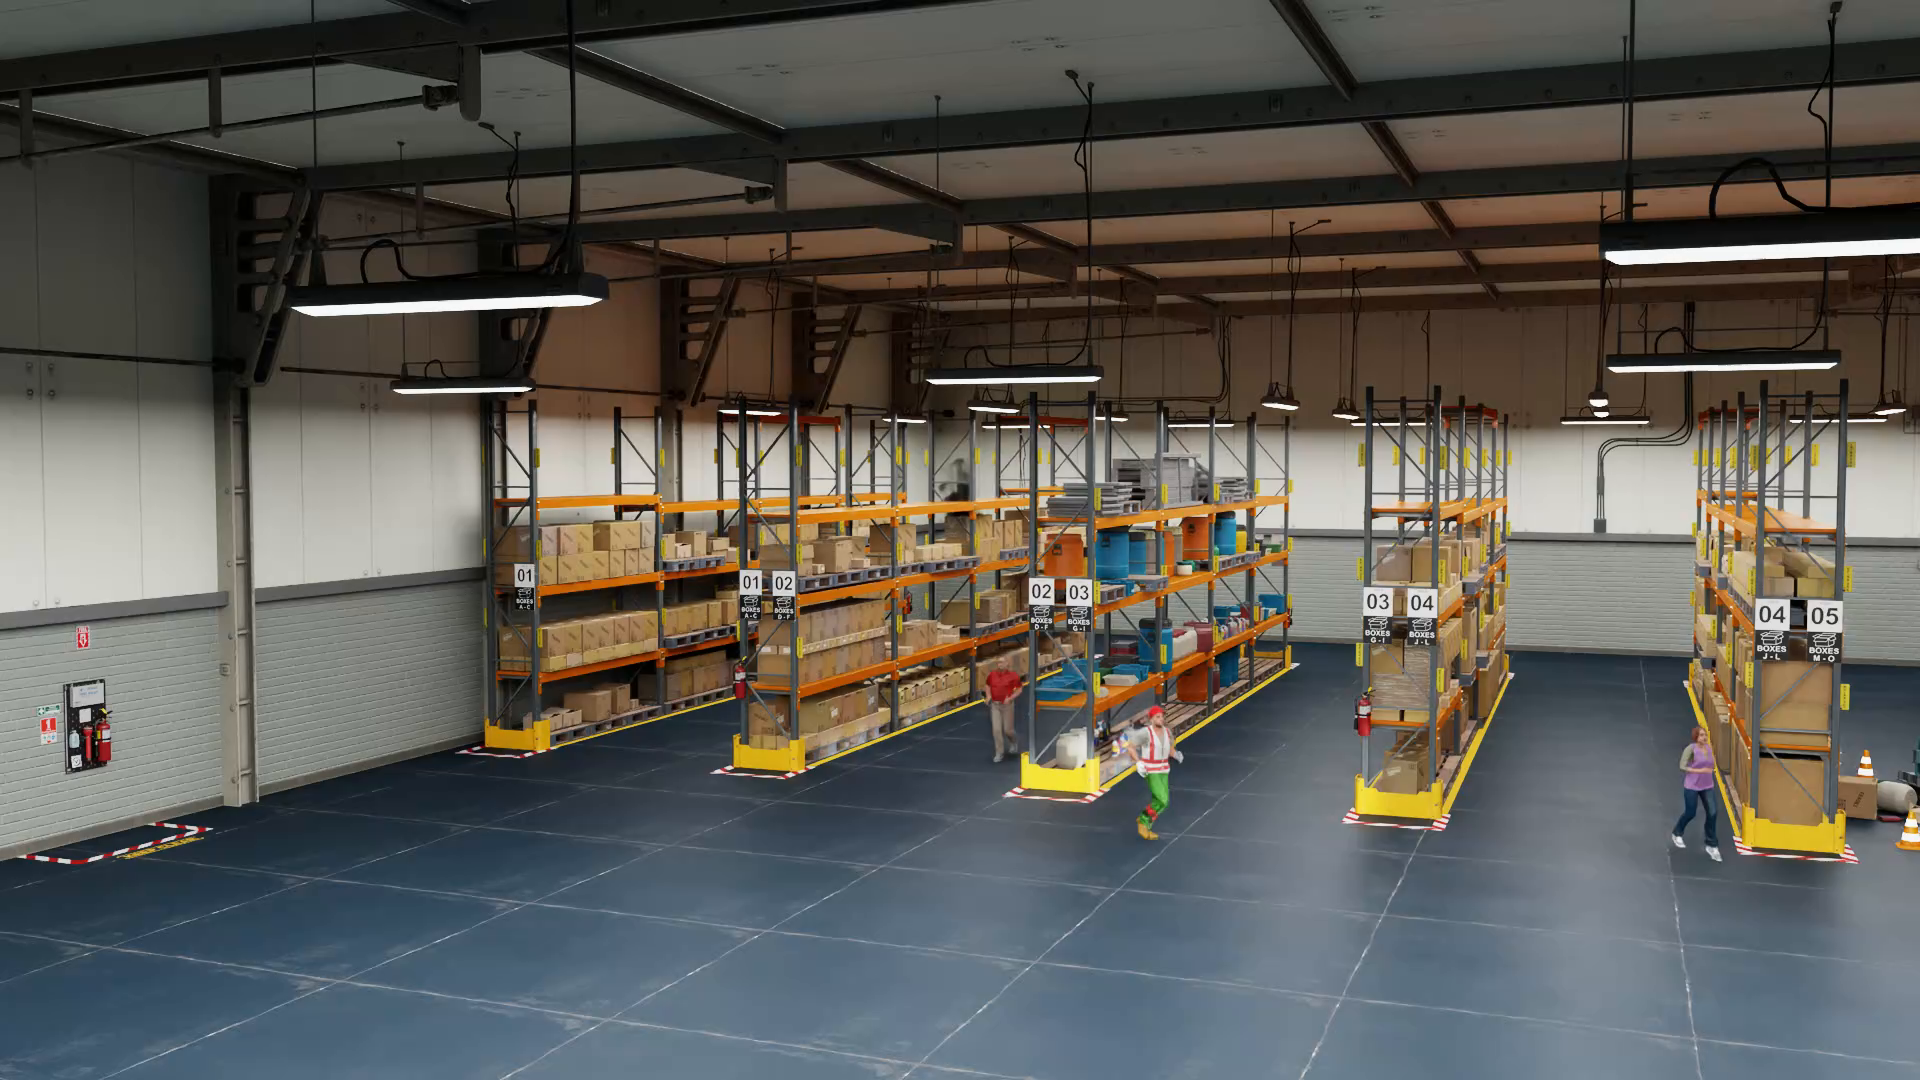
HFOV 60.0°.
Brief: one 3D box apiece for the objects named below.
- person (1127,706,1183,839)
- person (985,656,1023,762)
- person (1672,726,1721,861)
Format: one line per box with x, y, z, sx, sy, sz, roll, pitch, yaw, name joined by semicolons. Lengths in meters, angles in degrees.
2.604;3.043;21.711;0.630;1.748;0.617;-2;4;-37;person
0.711;2.788;27.681;0.671;1.719;0.774;1;3;16;person
9.284;3.160;20.961;0.540;1.644;0.727;-1;3;-12;person
